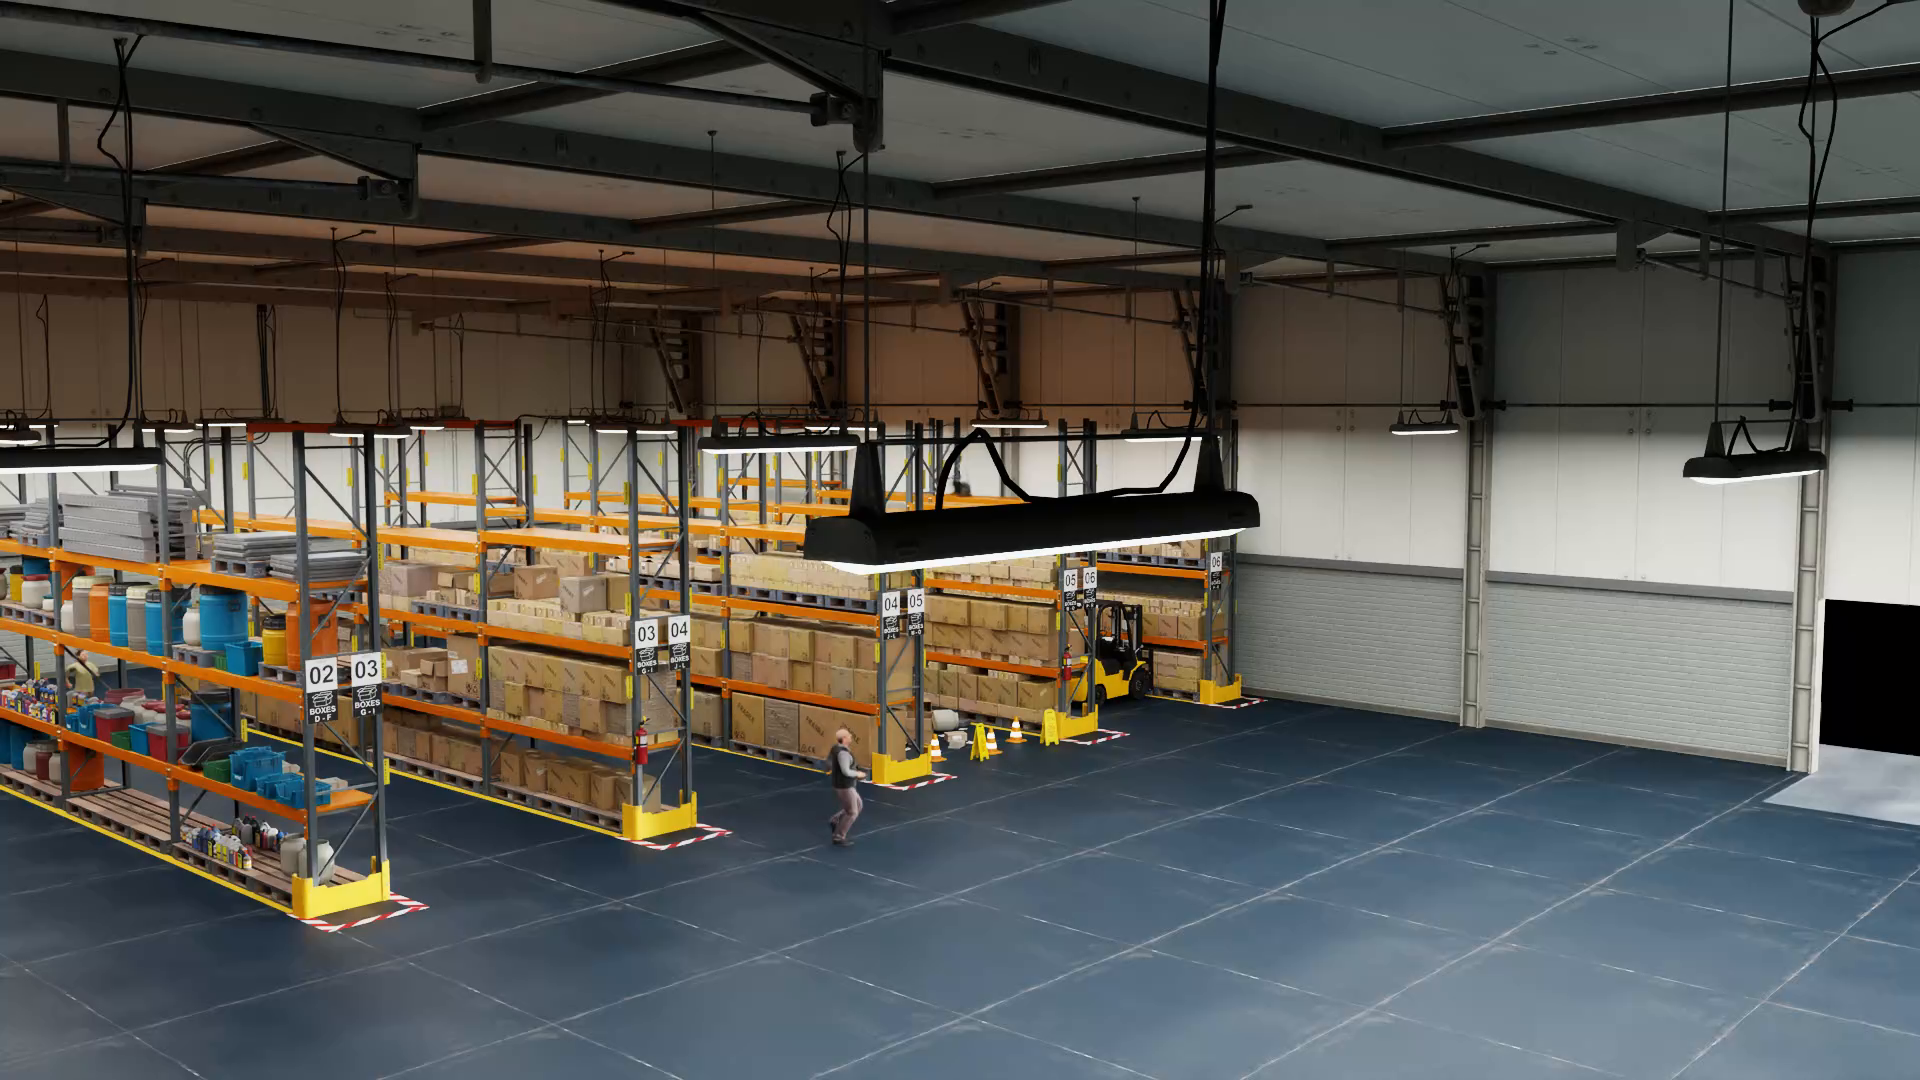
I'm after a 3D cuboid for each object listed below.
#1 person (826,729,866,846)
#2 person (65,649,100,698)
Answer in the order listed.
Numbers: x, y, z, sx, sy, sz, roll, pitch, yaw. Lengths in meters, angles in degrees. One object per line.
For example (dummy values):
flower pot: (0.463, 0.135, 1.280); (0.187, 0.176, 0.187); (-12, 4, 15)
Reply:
person: (-1.624, 3.537, 23.856); (0.523, 1.682, 0.719); (-1, 5, -16)
person: (-16.619, 3.017, 31.582); (0.943, 1.421, 0.569); (3, 6, 33)
